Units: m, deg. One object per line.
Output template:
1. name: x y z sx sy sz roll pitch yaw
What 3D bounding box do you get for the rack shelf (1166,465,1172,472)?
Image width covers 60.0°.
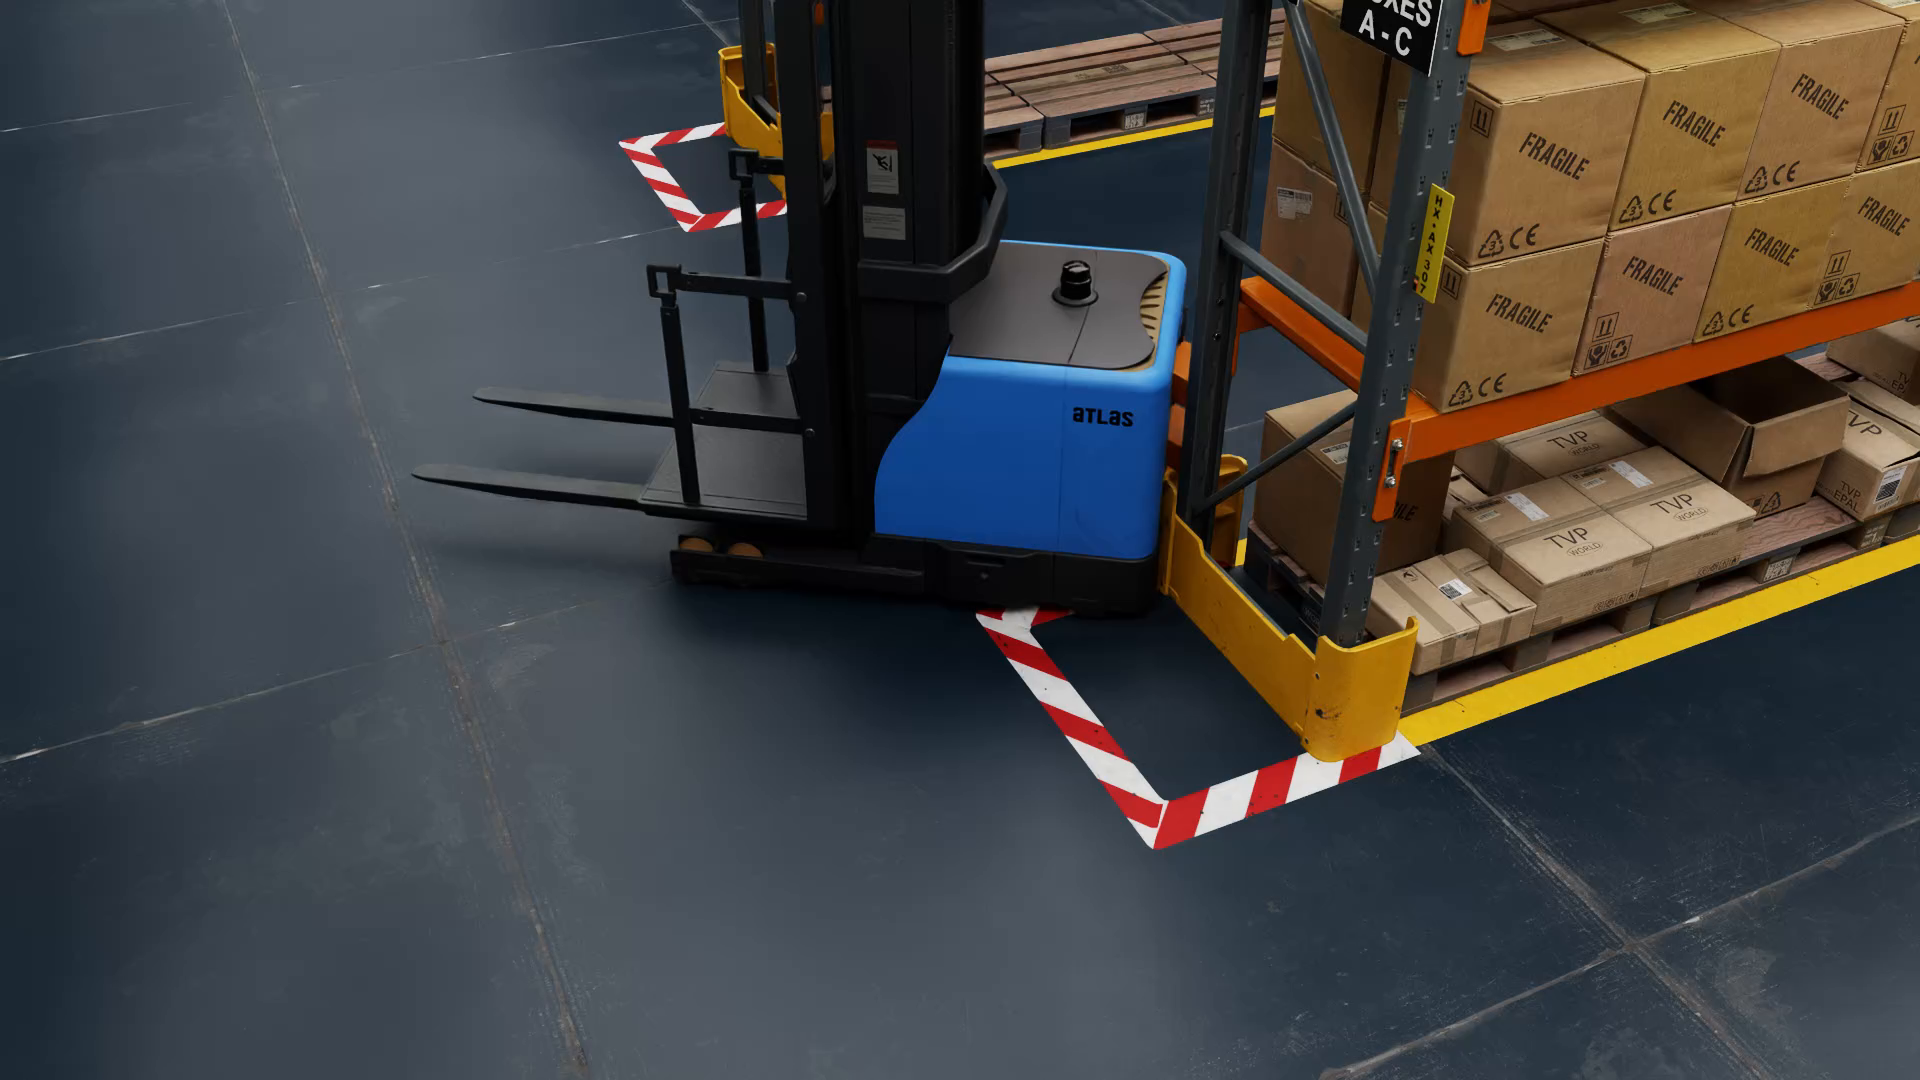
1. rack shelf: 0.816 -0.123 6.510 0.215 0.259 0.240 -27 47 -32

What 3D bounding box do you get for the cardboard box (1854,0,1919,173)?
1. cardboard box: 2.977 -1.567 5.421 0.500 0.500 0.500 -16 39 -20

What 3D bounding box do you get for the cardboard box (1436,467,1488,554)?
1. cardboard box: 1.871 -0.129 6.415 0.250 0.166 0.380 -16 39 -20

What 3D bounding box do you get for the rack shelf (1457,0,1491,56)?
1. rack shelf: 2.889 -2.188 5.267 4.000 0.370 1.077 -16 39 -20

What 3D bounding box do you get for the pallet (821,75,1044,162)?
1. pallet: -0.259 -2.506 9.951 1.213 0.211 1.003 -16 39 -20

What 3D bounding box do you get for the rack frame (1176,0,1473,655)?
1. rack frame: 1.079 -0.766 5.264 0.127 3.000 1.000 -16 39 -20

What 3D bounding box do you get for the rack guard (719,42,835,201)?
1. rack guard: -1.039 -2.421 9.594 0.348 0.500 1.175 -16 39 -20

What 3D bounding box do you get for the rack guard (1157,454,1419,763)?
1. rack guard: 1.148 0.219 6.035 0.348 0.500 1.175 -16 39 -20

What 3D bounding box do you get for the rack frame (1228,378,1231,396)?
1. rack frame: 0.906 -0.291 6.262 0.200 1.050 0.008 -27 47 -32

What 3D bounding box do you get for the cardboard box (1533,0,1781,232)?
1. cardboard box: 2.062 -1.314 5.080 0.500 0.500 0.500 -15 39 -19

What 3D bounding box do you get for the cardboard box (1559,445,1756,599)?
1. cardboard box: 2.597 -0.076 6.273 0.500 0.250 0.500 -16 39 -20

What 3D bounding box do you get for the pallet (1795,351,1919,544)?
1. pallet: 4.078 -0.485 7.226 1.213 0.211 1.003 -16 39 -20

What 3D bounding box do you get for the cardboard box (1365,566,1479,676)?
1. cardboard box: 1.604 0.282 5.875 0.250 0.149 0.380 -16 39 -20

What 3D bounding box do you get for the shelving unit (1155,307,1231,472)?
1. shelving unit: 0.826 -0.350 6.332 0.215 1.050 0.252 -27 47 -32

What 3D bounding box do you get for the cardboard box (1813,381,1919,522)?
1. cardboard box: 3.626 -0.388 6.643 0.500 0.311 0.500 -16 39 -20

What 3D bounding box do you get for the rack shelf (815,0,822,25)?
1. rack shelf: 0.788 -3.655 9.764 4.000 0.370 1.077 -16 39 -20

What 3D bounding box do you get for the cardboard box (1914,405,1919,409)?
1. cardboard box: 3.991 -0.385 6.775 0.250 0.149 0.380 -16 39 -20

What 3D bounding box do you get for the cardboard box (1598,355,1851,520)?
1. cardboard box: 3.001 -0.474 6.597 0.637 0.503 0.797 -16 39 -20

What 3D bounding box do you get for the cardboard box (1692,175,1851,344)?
1. cardboard box: 2.513 -1.035 5.543 0.500 0.500 0.500 -16 39 -20

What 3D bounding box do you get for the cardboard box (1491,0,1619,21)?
1. cardboard box: 1.822 -1.597 5.461 0.500 0.500 0.500 -15 39 -19

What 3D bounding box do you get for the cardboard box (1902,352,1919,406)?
1. cardboard box: 4.304 -0.654 6.842 0.500 0.500 0.500 -16 39 -20

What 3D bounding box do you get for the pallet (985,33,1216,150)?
1. pallet: 0.843 -2.812 10.364 1.213 0.211 1.003 -16 39 -20

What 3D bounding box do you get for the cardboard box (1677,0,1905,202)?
1. cardboard box: 2.517 -1.438 5.247 0.500 0.500 0.500 -15 39 -19

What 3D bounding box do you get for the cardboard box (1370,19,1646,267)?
1. cardboard box: 1.592 -1.177 4.896 0.500 0.500 0.500 -14 39 -19

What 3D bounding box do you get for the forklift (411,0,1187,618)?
1. forklift: -0.676 -1.301 6.044 3.031 2.935 1.130 6 37 8

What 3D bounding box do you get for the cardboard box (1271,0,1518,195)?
1. cardboard box: 1.365 -1.468 5.288 0.500 0.500 0.500 -16 39 -20

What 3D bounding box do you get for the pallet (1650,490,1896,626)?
1. pallet: 2.972 -0.173 6.807 1.213 0.211 1.003 -16 39 -20

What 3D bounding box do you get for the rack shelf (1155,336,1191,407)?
1. rack shelf: 0.836 -0.565 6.164 0.215 0.259 0.240 -27 47 -32

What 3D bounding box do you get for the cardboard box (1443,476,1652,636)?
1. cardboard box: 2.144 0.051 6.102 0.500 0.250 0.500 -16 39 -20

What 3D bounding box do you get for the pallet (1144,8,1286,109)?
1. pallet: 1.949 -3.123 10.784 1.213 0.211 1.003 -16 39 -20

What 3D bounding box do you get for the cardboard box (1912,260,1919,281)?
1. cardboard box: 3.426 -1.291 5.888 0.500 0.500 0.500 -15 39 -19

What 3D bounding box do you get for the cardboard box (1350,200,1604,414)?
1. cardboard box: 1.592 -0.776 5.194 0.500 0.500 0.500 -15 39 -19

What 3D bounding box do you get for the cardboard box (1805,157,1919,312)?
1. cardboard box: 2.966 -1.160 5.713 0.500 0.500 0.500 -15 39 -19

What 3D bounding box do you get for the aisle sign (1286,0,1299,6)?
1. aisle sign: 0.887 -1.958 4.689 0.004 0.787 0.394 -16 39 -20

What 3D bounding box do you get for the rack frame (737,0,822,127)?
1. rack frame: -1.023 -3.438 8.867 0.127 3.000 1.000 -16 39 -20

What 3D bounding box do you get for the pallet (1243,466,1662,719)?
1. pallet: 1.869 0.133 6.394 1.213 0.211 1.003 -16 39 -20

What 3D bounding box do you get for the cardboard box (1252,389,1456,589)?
1. cardboard box: 1.466 -0.209 6.242 0.500 0.500 0.500 -16 39 -20

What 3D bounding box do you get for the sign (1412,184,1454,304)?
1. sign: 1.309 -0.821 4.612 0.005 0.325 0.100 -16 39 -20

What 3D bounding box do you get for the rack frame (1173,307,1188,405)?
1. rack frame: 0.746 -0.409 6.403 0.200 1.050 0.008 -27 47 -32

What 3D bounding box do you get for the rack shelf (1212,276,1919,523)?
1. rack shelf: 2.889 -0.983 6.161 4.000 0.370 1.077 -16 39 -20

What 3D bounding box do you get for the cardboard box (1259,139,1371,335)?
1. cardboard box: 1.369 -1.066 5.585 0.500 0.500 0.500 -14 39 -19

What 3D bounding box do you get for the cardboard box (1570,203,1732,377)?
1. cardboard box: 2.057 -0.909 5.374 0.500 0.500 0.500 -16 39 -20

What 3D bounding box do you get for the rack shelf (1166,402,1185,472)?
1. rack shelf: 0.826 -0.341 6.339 0.215 0.259 0.240 -27 47 -32

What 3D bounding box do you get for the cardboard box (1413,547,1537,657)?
1. cardboard box: 1.830 0.212 5.956 0.250 0.166 0.380 -16 39 -20

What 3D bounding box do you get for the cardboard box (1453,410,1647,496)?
1. cardboard box: 2.339 -0.333 6.619 0.500 0.250 0.500 -16 39 -20

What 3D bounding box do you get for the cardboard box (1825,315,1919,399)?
1. cardboard box: 4.228 -0.885 7.313 0.500 0.311 0.500 -16 39 -20

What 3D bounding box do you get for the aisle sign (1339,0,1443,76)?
1. aisle sign: 1.142 -1.634 4.253 0.004 0.787 0.394 -16 39 -20
